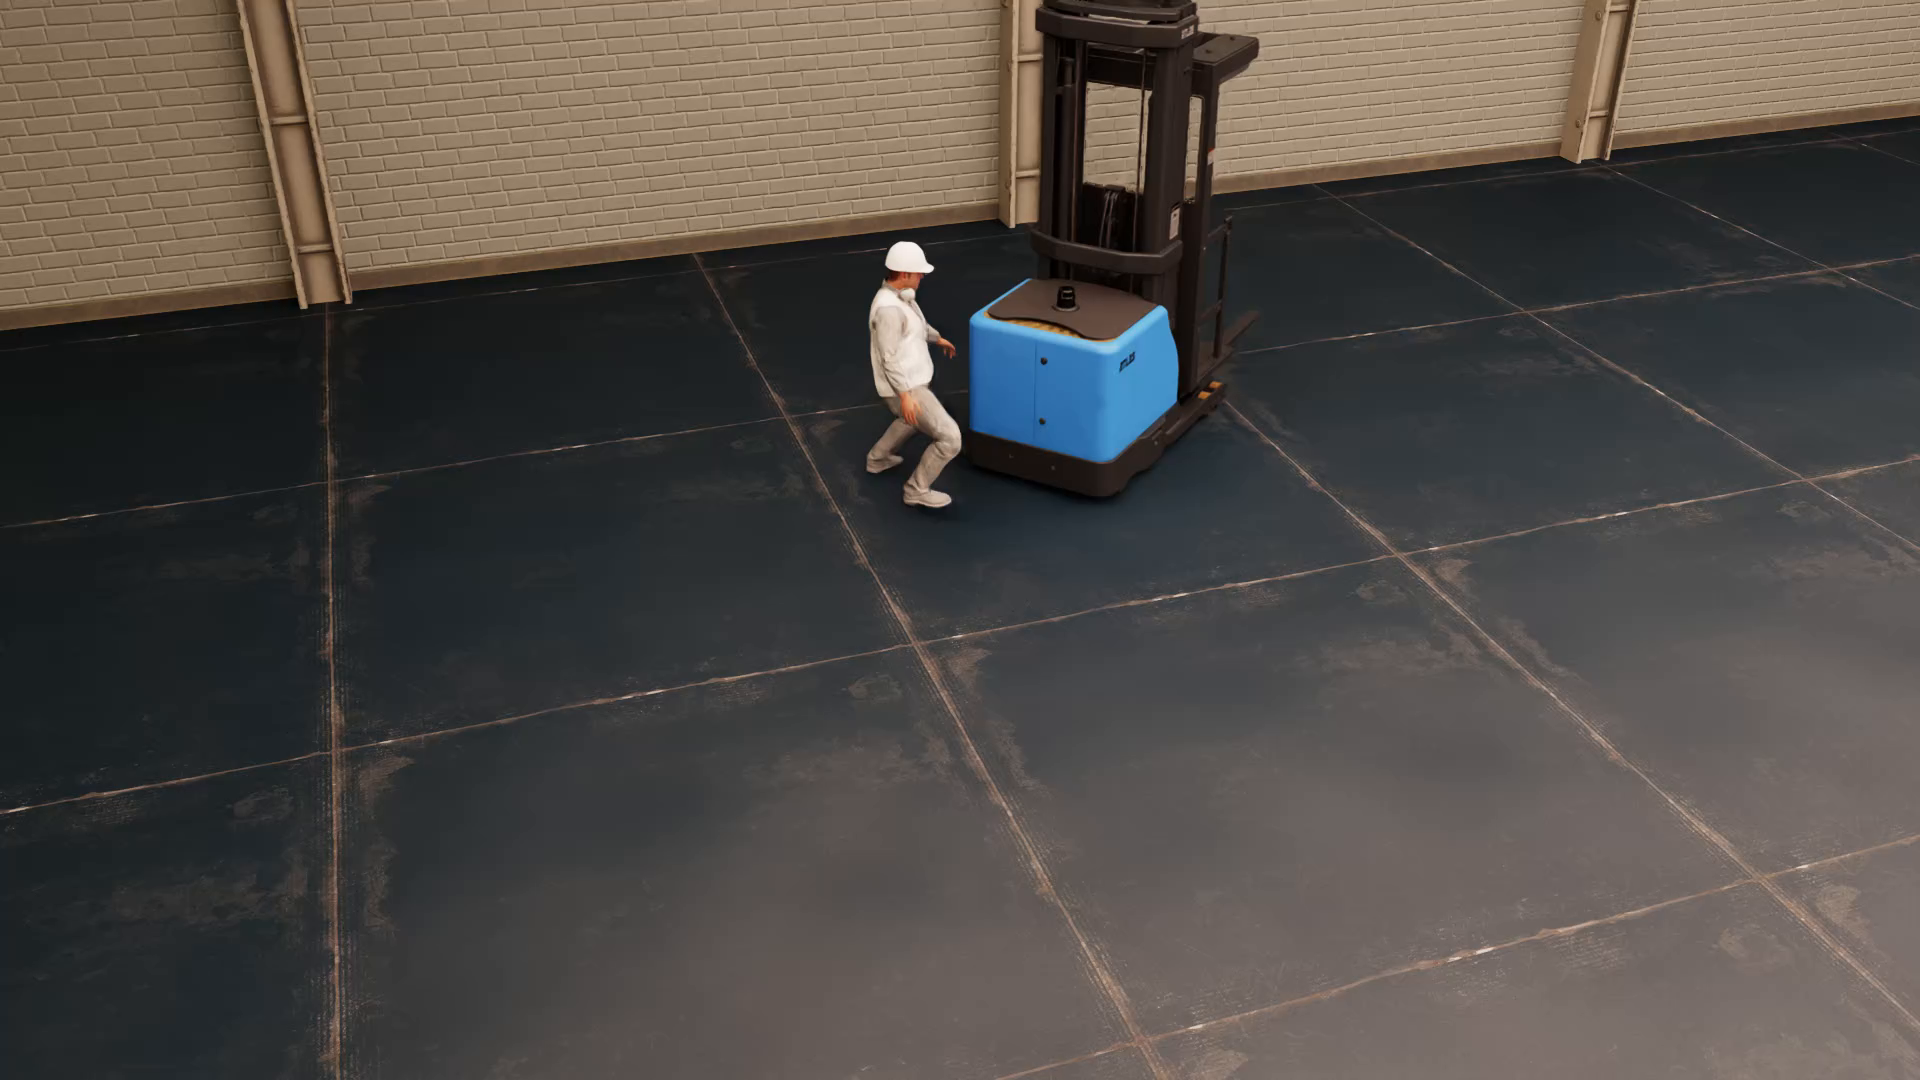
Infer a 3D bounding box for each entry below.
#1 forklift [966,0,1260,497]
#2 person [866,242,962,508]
[{"bbox_3d":[1.219,-2.237,10.975,1.130,2.935,3.031,16,34,26],"label":"forklift"},{"bbox_3d":[-0.292,-1.029,10.205,0.673,1.651,0.937,3,30,5],"label":"person"}]
